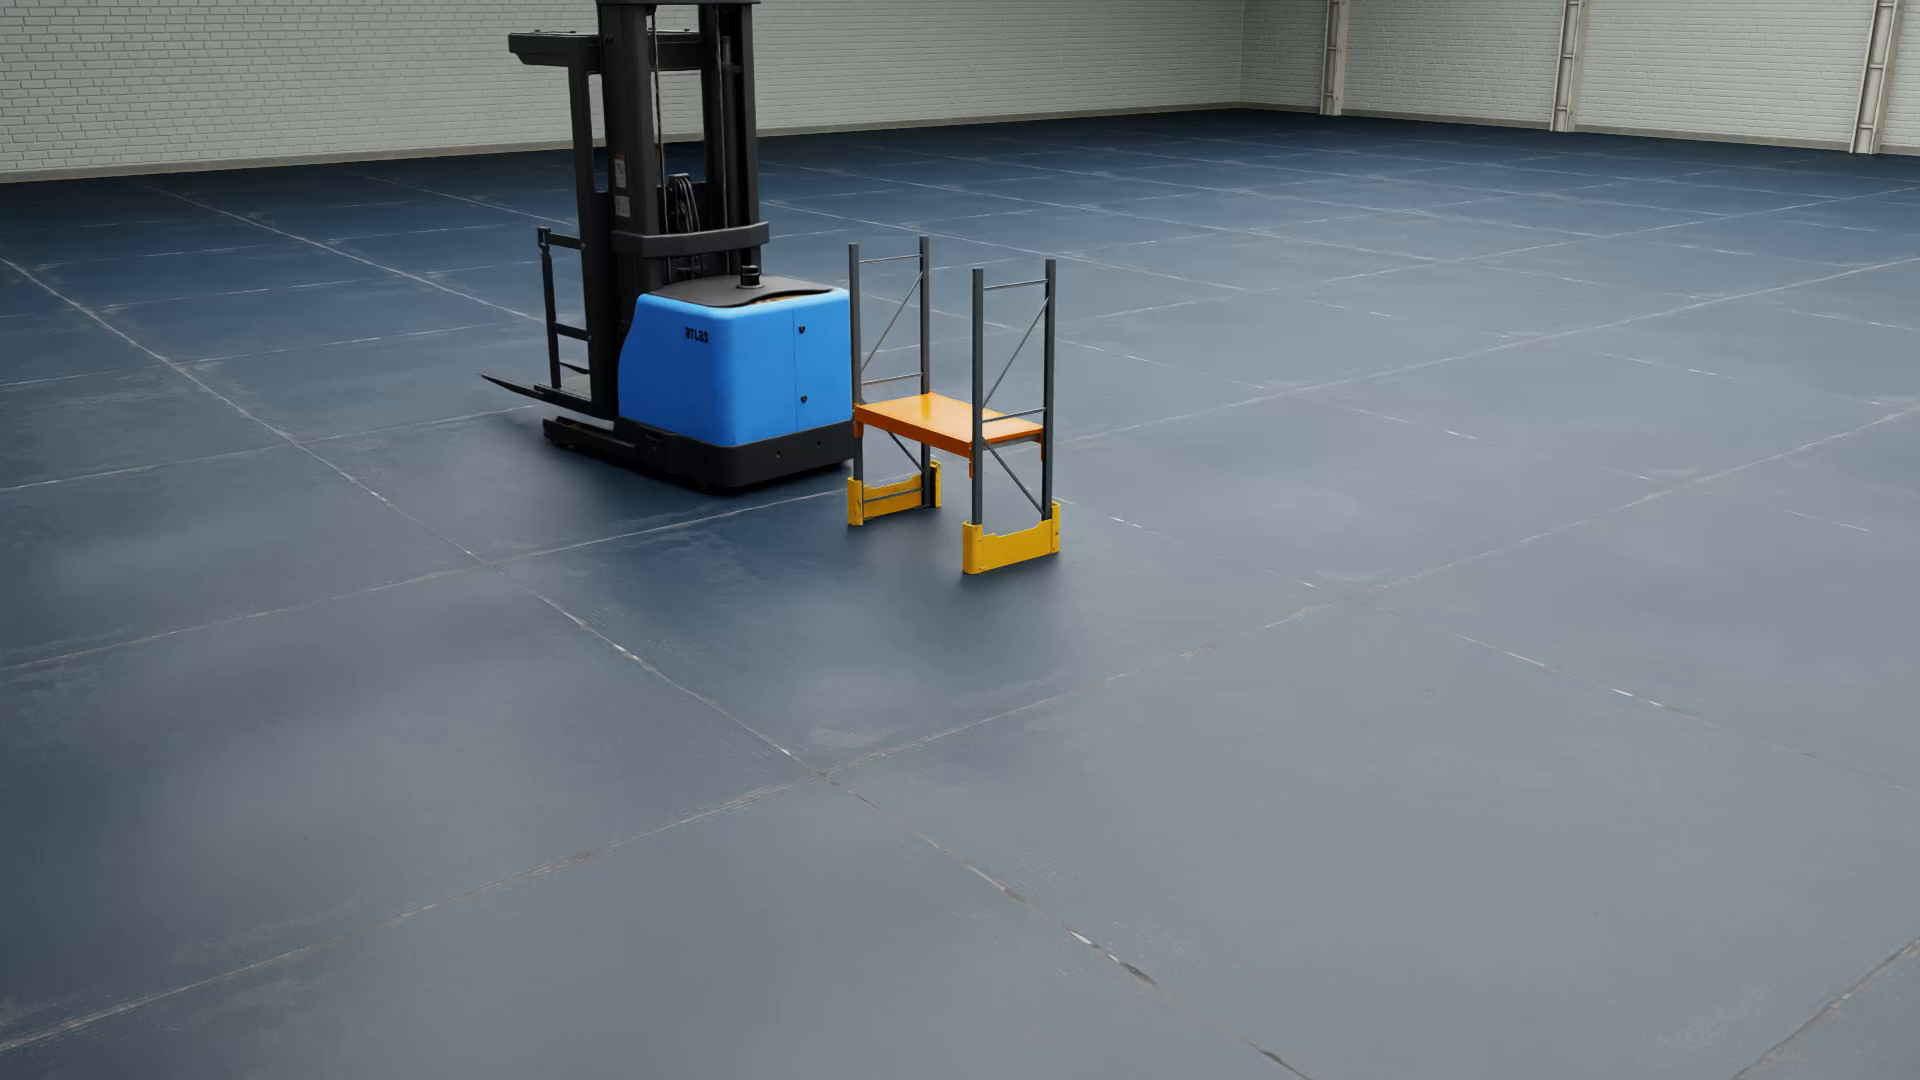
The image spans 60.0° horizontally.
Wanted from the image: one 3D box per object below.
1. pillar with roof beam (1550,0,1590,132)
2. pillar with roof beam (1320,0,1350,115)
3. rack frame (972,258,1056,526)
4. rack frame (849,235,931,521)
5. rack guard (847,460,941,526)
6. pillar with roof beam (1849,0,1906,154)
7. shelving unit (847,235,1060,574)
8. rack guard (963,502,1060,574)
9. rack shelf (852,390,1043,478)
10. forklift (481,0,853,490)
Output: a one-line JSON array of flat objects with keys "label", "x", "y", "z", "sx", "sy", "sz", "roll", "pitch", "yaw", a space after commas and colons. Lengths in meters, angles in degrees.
[{"label": "pillar with roof beam", "x": 8.902, "y": -11.765, "z": 29.937, "sx": 9.100, "sy": 9.000, "sz": 0.400, "roll": -14, "pitch": 23, "yaw": -36}, {"label": "pillar with roof beam", "x": 5.177, "y": -13.243, "z": 34.402, "sx": 9.100, "sy": 9.000, "sz": 0.400, "roll": -14, "pitch": 23, "yaw": -36}, {"label": "rack frame", "x": 0.263, "y": -0.608, "z": 8.173, "sx": 0.500, "sy": 1.500, "sz": 0.032, "roll": -14, "pitch": 23, "yaw": -36}, {"label": "rack frame", "x": -0.369, "y": -0.858, "z": 8.929, "sx": 0.500, "sy": 1.500, "sz": 0.032, "roll": -14, "pitch": 23, "yaw": -36}, {"label": "rack guard", "x": -0.357, "y": -0.260, "z": 9.112, "sx": 0.587, "sy": 0.250, "sz": 0.087, "roll": -14, "pitch": 23, "yaw": -36}, {"label": "pillar with roof beam", "x": 12.628, "y": -10.286, "z": 25.472, "sx": 9.100, "sy": 9.000, "sz": 0.400, "roll": -14, "pitch": 23, "yaw": -36}, {"label": "shelving unit", "x": -0.047, "y": -0.731, "z": 8.544, "sx": 0.587, "sy": 1.500, "sz": 1.083, "roll": -14, "pitch": 23, "yaw": -36}, {"label": "rack guard", "x": 0.262, "y": -0.015, "z": 8.370, "sx": 0.587, "sy": 0.250, "sz": 0.087, "roll": -14, "pitch": 23, "yaw": -36}, {"label": "rack shelf", "x": -0.053, "y": -0.562, "z": 8.608, "sx": 0.538, "sy": 0.185, "sz": 1.000, "roll": -14, "pitch": 23, "yaw": -36}, {"label": "forklift", "x": -2.002, "y": -2.057, "z": 10.273, "sx": 1.130, "sy": 2.935, "sz": 3.031, "roll": -17, "pitch": 25, "yaw": -42}]
